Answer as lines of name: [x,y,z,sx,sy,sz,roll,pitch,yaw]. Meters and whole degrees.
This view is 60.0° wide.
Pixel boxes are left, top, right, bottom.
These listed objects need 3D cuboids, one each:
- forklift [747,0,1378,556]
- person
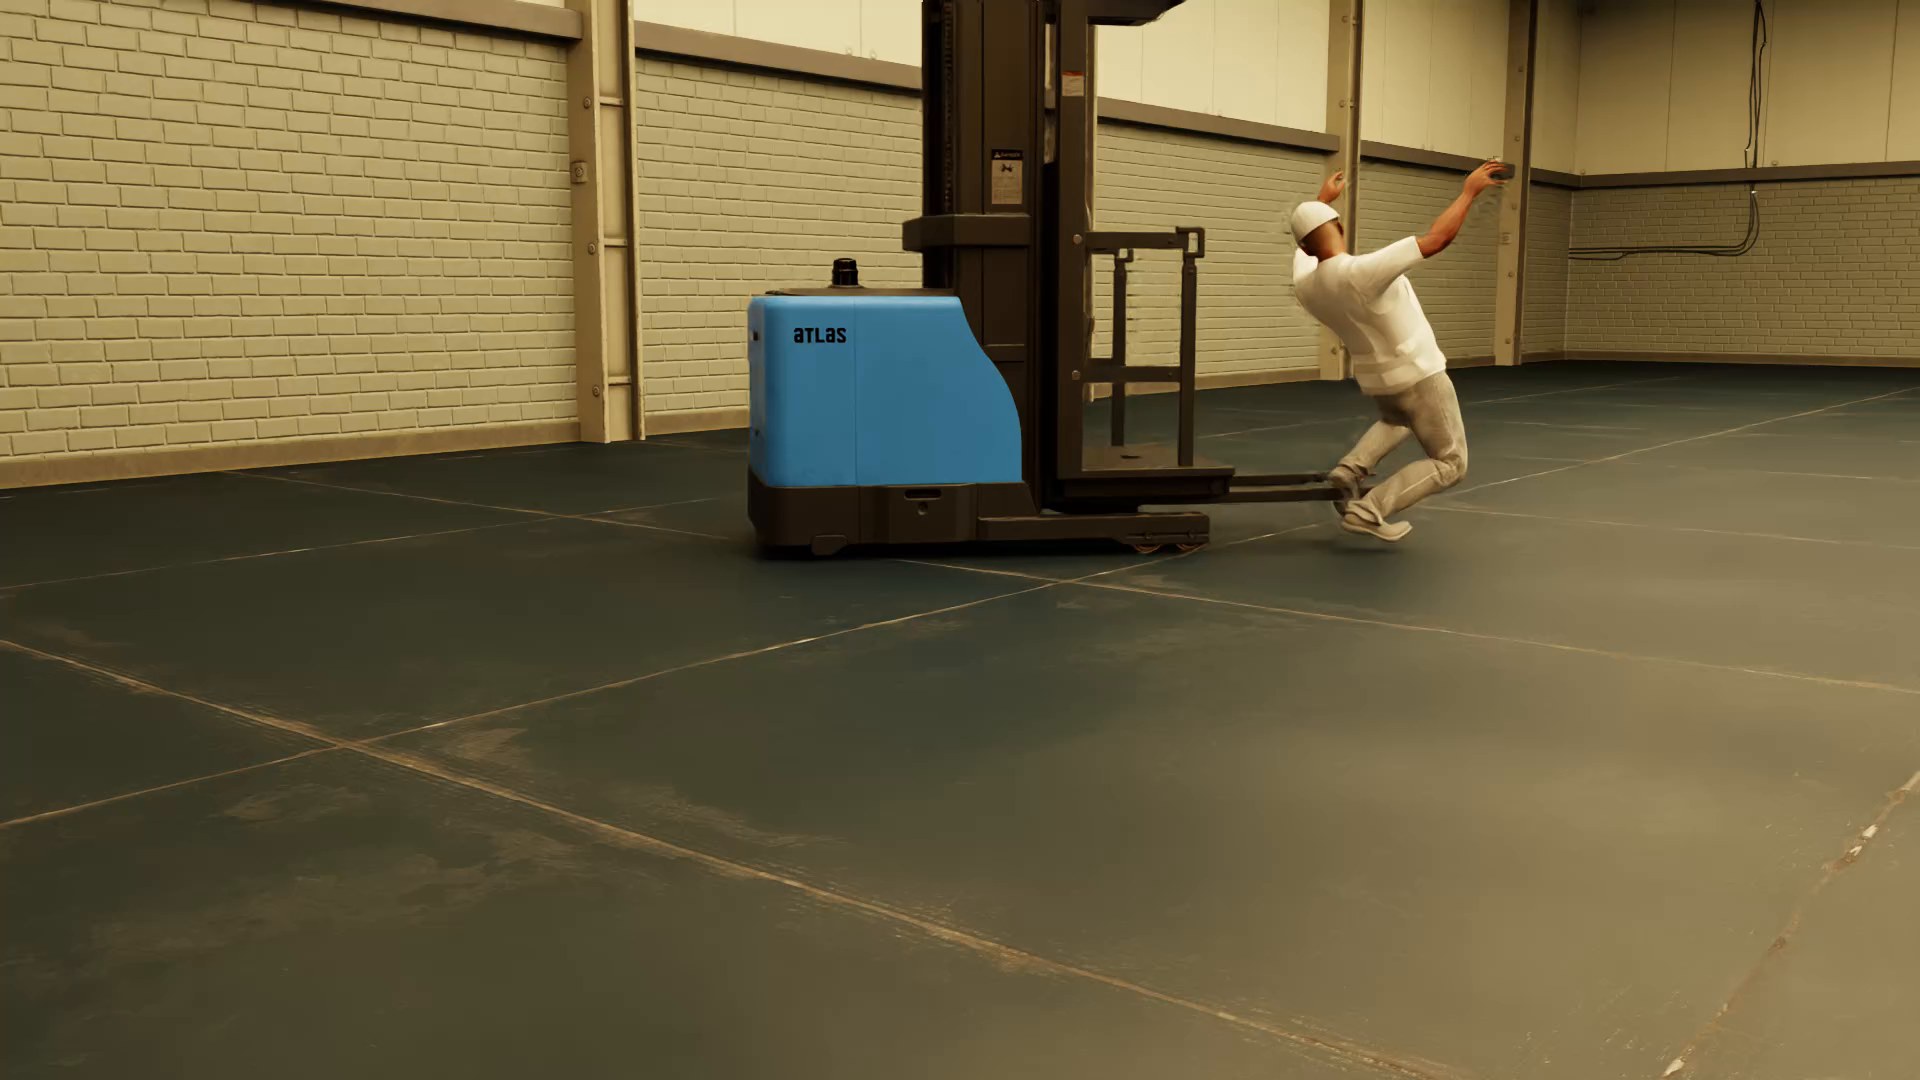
forklift: [0.598,-1.469,7.321,3.031,2.935,1.130,-2,8,-11]
person: [1.761,-0.812,7.149,0.770,1.591,1.020,-2,9,-16]
